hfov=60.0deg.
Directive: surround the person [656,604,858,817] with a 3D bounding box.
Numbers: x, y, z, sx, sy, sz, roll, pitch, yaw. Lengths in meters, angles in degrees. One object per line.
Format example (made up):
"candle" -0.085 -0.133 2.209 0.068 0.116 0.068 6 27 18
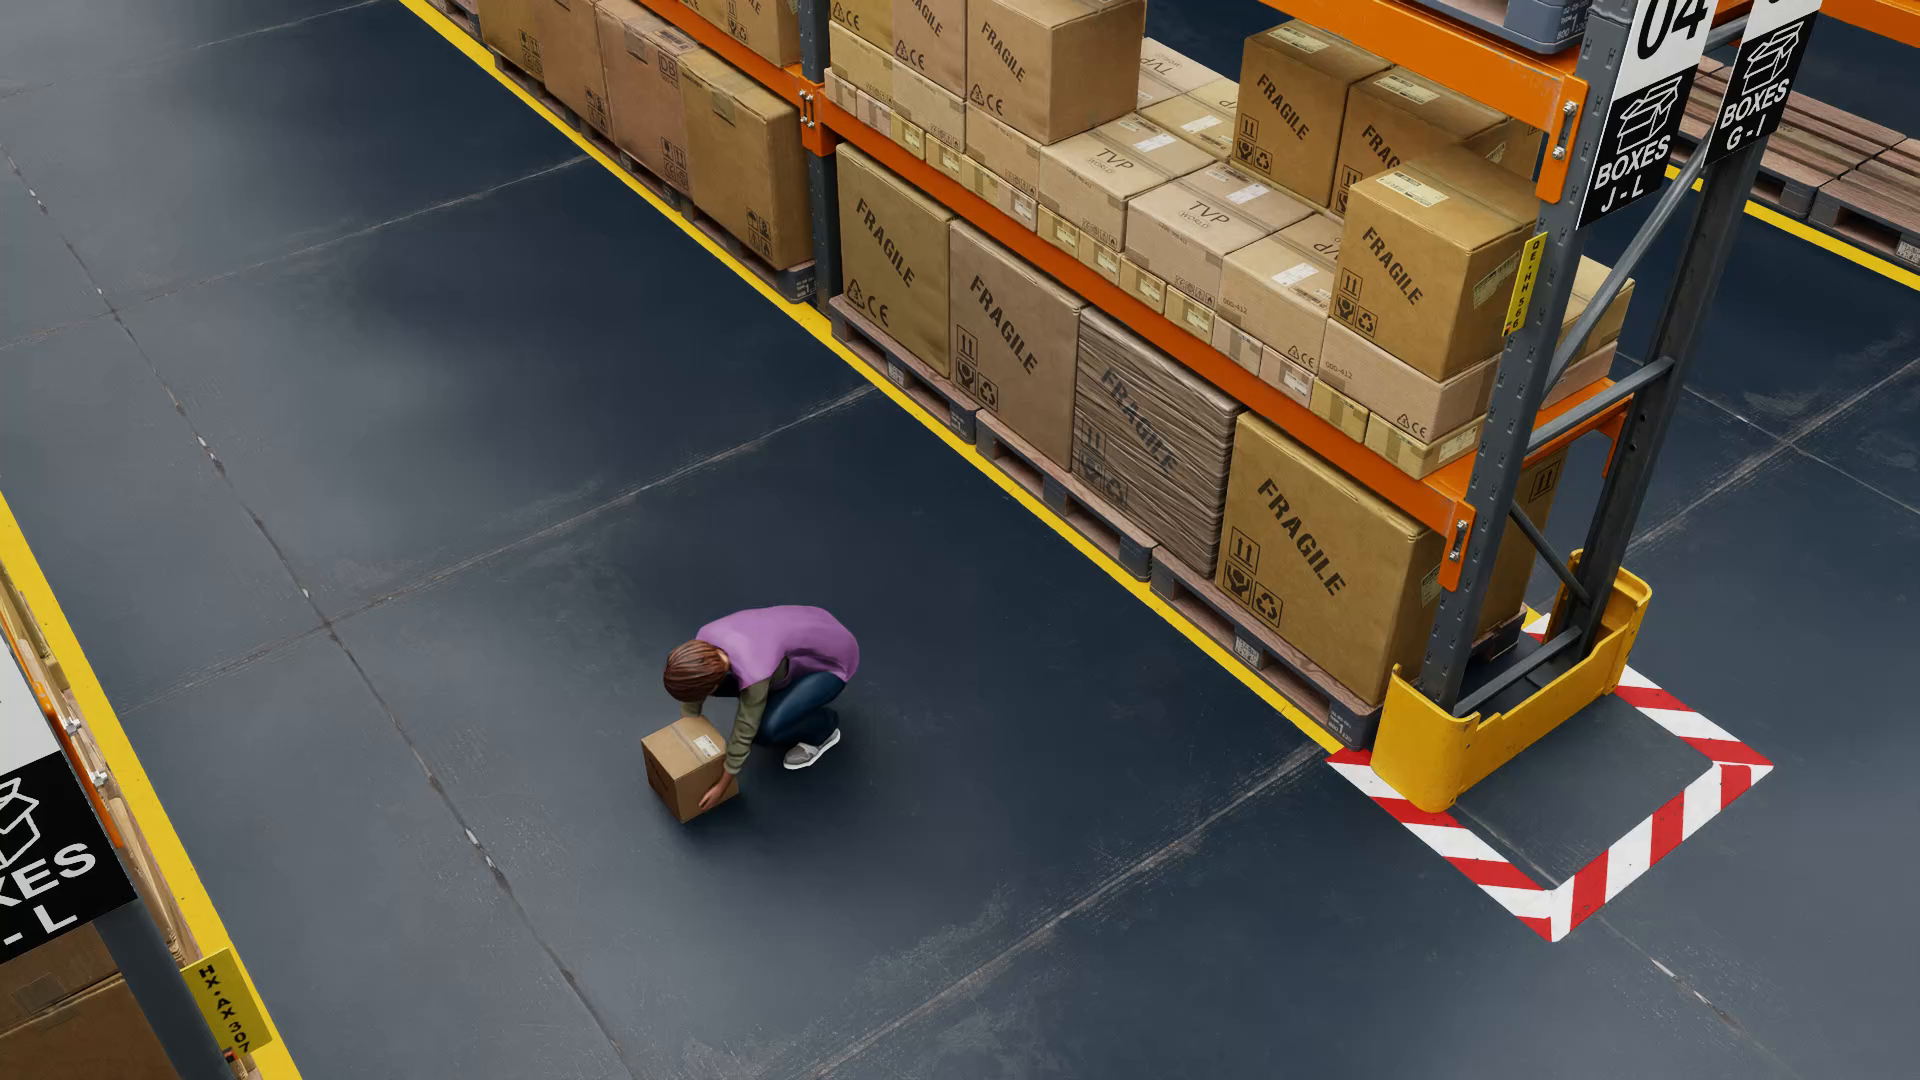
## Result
"person" -0.750 0.587 6.226 0.838 0.758 0.428 -27 48 -28
